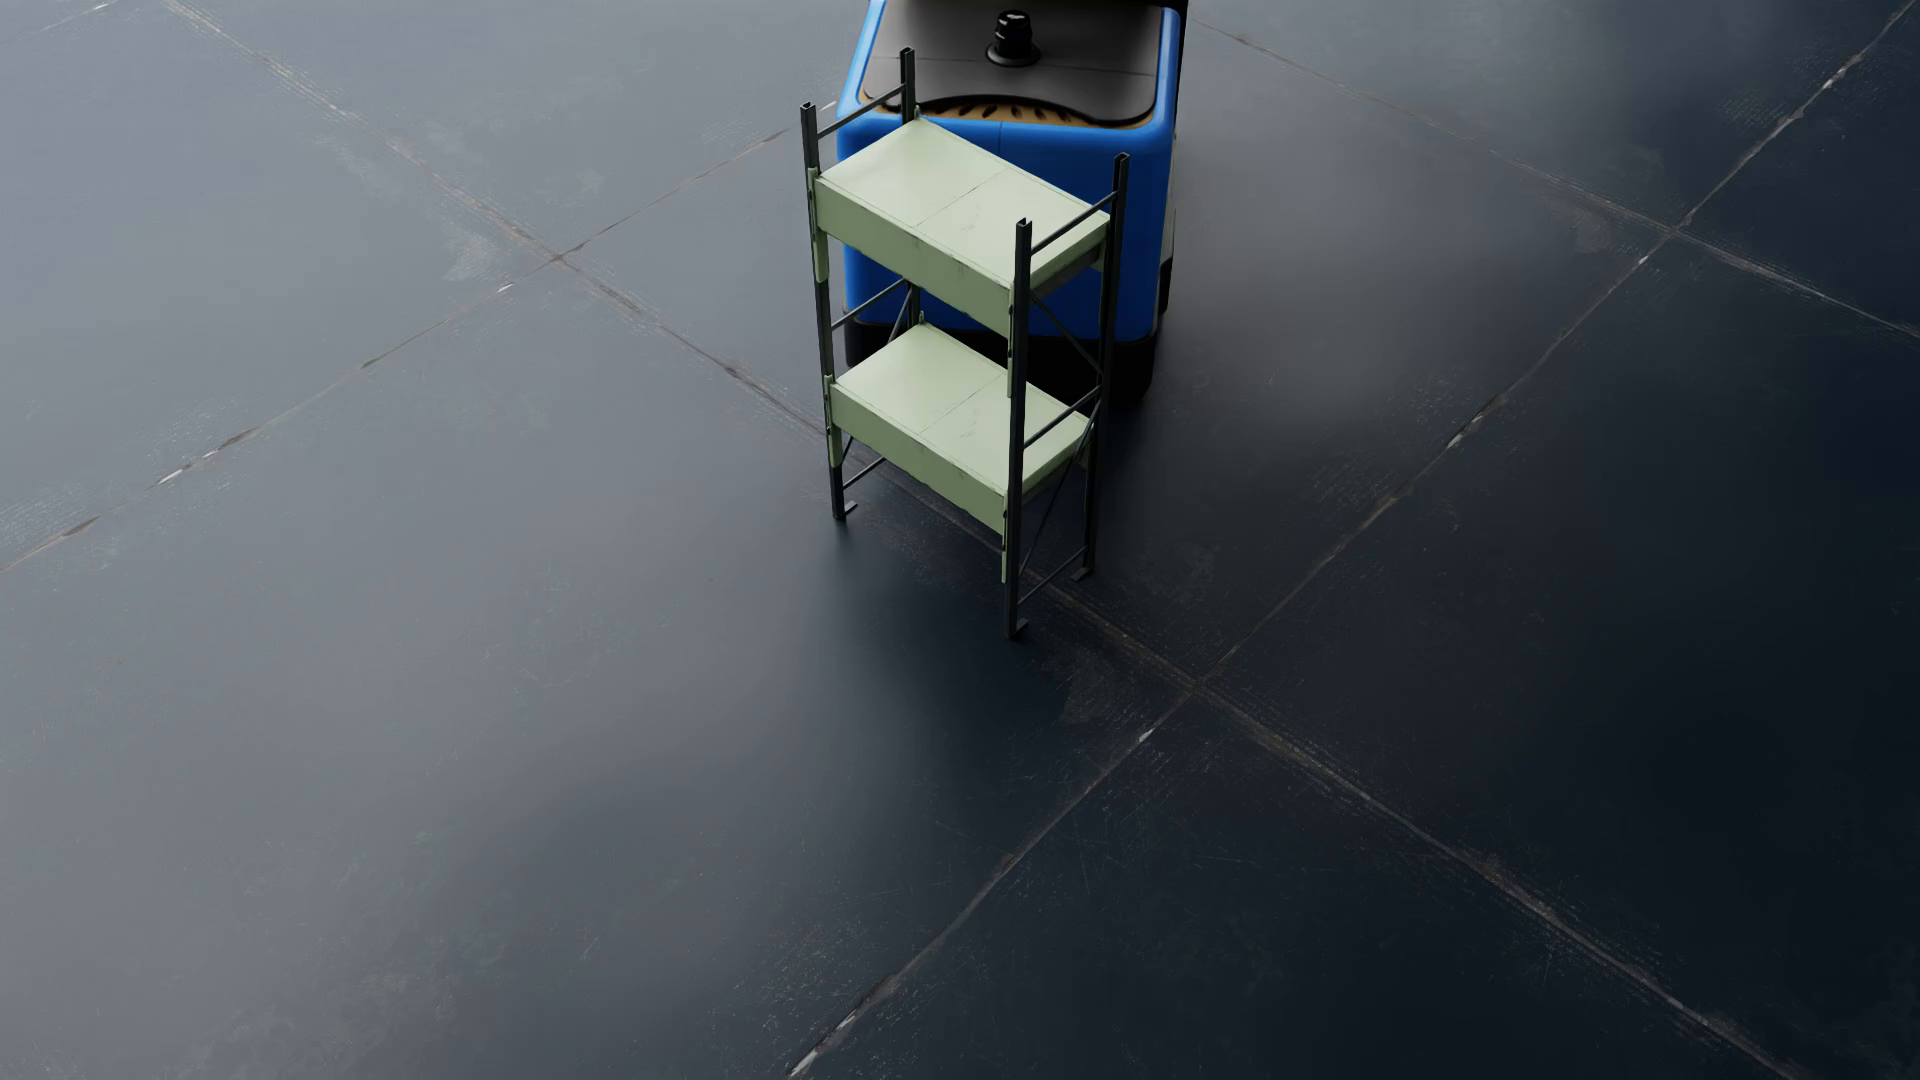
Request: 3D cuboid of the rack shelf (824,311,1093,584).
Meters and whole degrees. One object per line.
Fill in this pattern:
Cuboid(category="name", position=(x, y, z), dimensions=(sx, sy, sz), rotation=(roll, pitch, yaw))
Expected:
Cuboid(category="rack shelf", position=(0.005, -0.287, 4.938), dimensions=(0.720, 0.370, 0.431), rotation=(34, 55, 28))

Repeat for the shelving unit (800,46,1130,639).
Cuboid(category="shelving unit", position=(0.005, -0.510, 4.700), dimensions=(0.755, 1.500, 0.431), rotation=(34, 55, 28))

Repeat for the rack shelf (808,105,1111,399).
Cuboid(category="rack shelf", position=(0.005, -0.777, 4.416), dimensions=(0.720, 0.370, 0.431), rotation=(34, 55, 28))

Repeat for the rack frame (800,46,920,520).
Cuboid(category="rack frame", position=(-0.264, -0.691, 4.870), dimensions=(0.023, 1.500, 0.400), rotation=(34, 55, 28))

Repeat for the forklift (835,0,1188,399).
Cuboid(category="forklift", position=(0.299, -2.560, 5.643), dimensions=(1.130, 2.935, 3.031), rotation=(5, 47, 5))

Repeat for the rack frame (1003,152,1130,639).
Cuboid(category="rack frame", position=(0.274, -0.329, 4.530), dimensions=(0.023, 1.500, 0.400), rotation=(34, 55, 28))
